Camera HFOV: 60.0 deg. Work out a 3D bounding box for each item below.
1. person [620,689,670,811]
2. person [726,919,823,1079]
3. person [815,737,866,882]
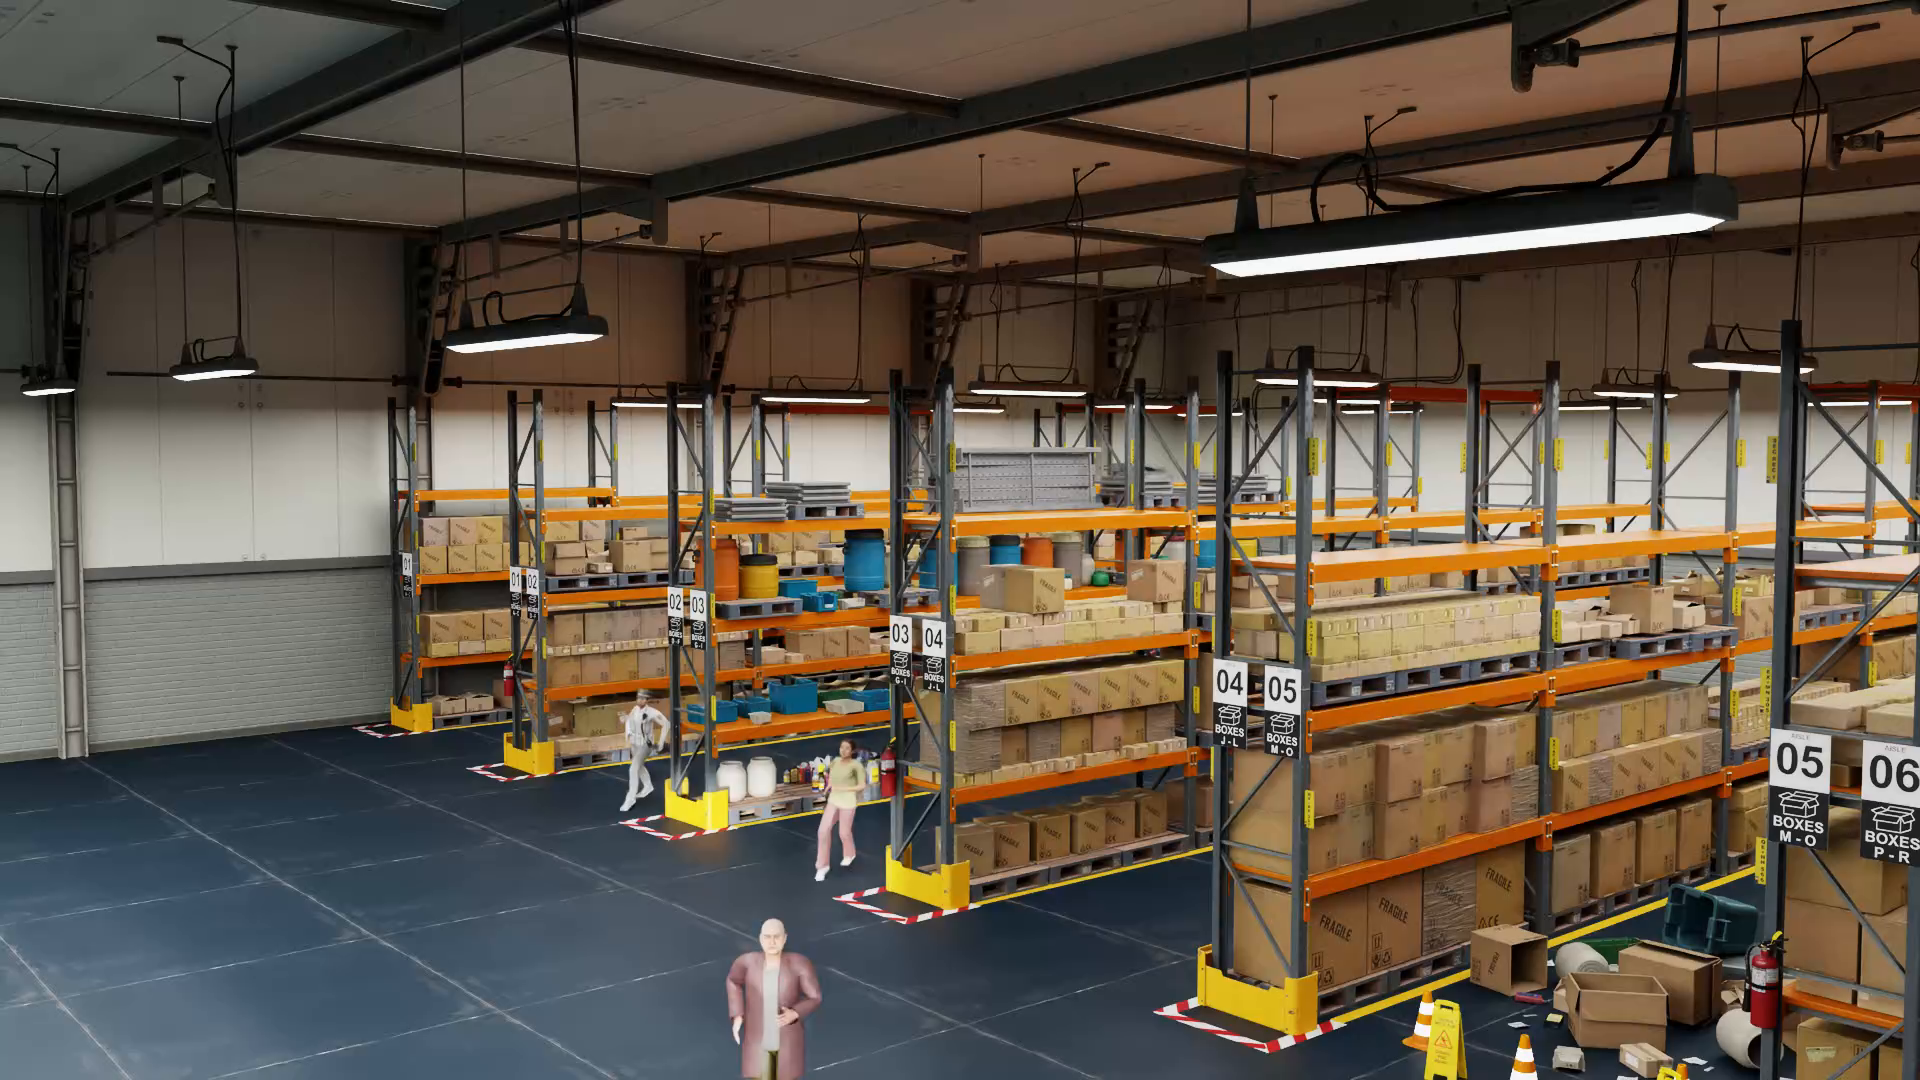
[{"bbox_3d":[-4.488,2.952,23.622,0.669,1.730,0.789,2,4,35],"label":"person"},{"bbox_3d":[-1.328,3.582,11.824,0.705,1.782,0.922,0,3,-1],"label":"person"},{"bbox_3d":[-1.358,3.196,19.854,0.583,1.718,0.826,1,4,22],"label":"person"}]
